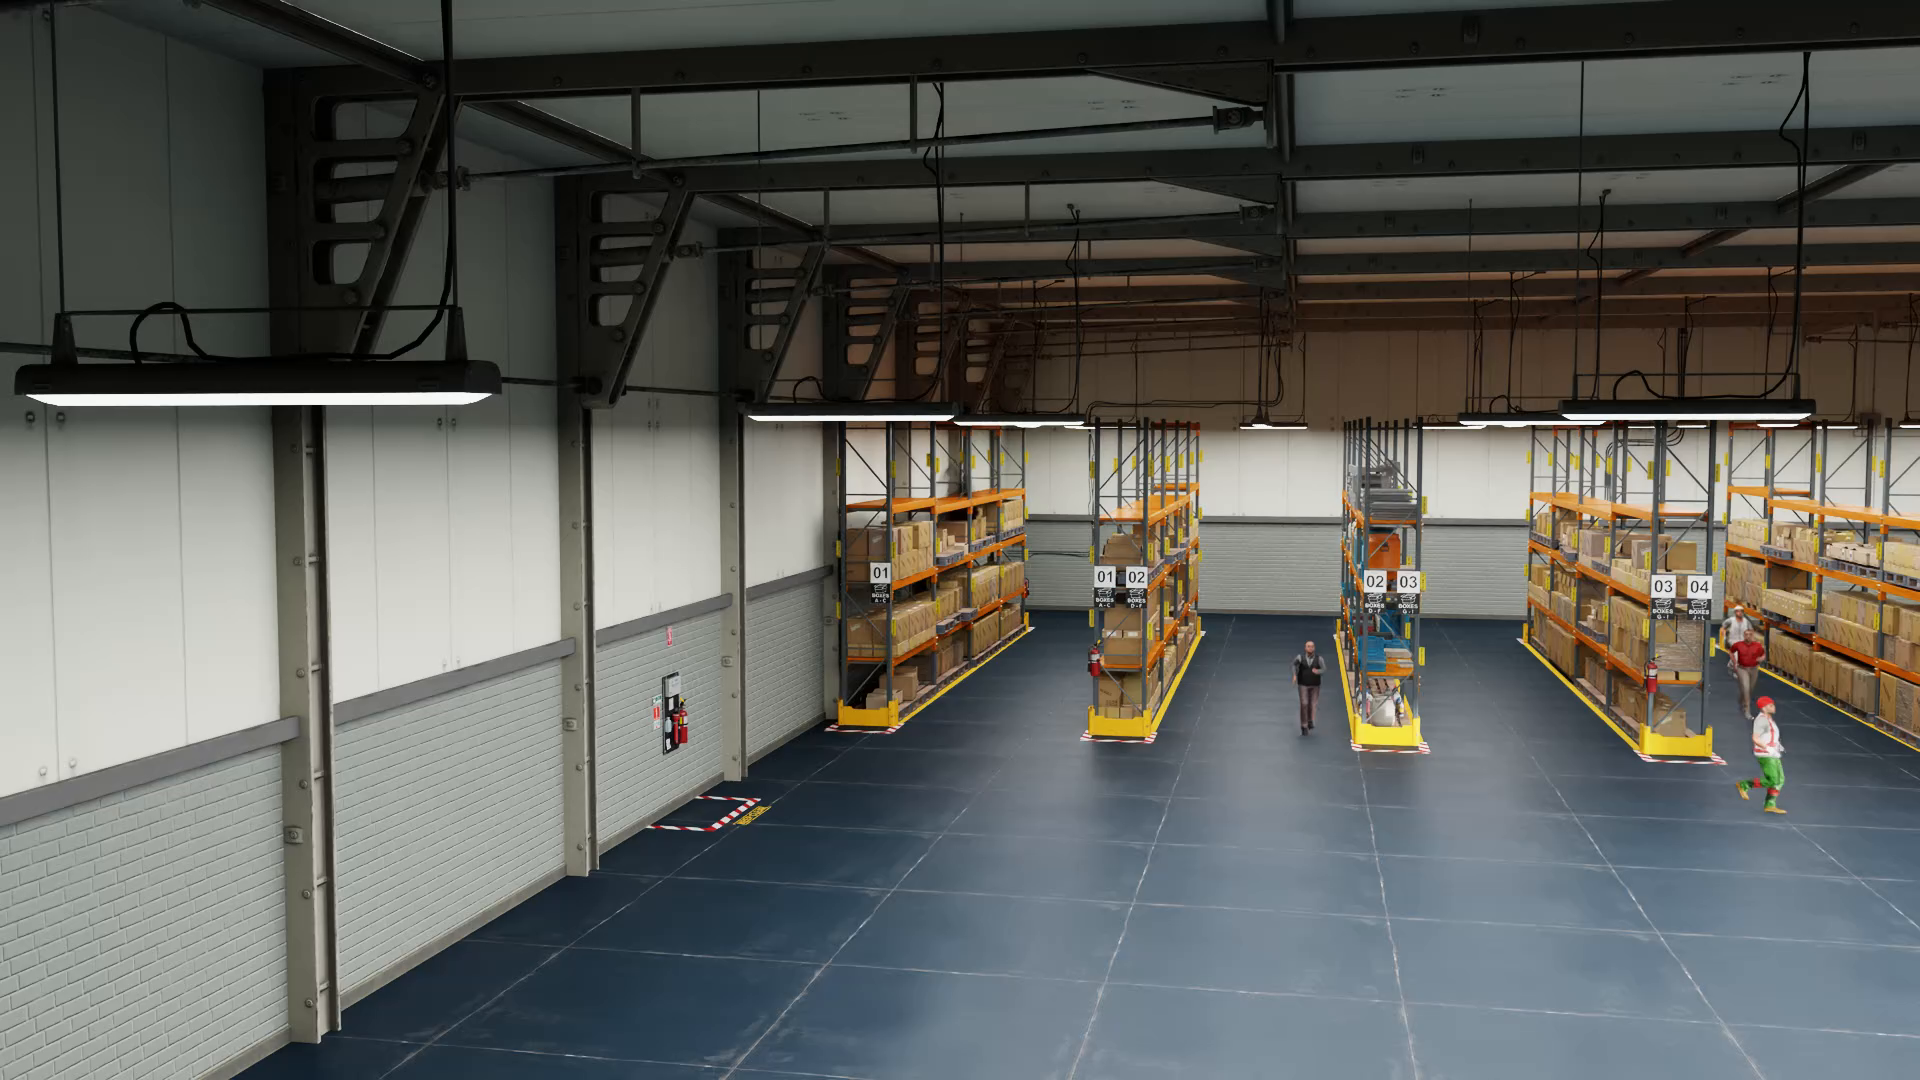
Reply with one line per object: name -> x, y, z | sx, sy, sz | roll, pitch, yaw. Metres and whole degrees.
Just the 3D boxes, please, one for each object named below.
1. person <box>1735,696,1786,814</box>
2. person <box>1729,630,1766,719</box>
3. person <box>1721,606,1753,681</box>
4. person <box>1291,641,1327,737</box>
person -> 12.108, 3.226, 25.079 | 0.704, 1.749, 0.656 | 3, 5, 37
person -> 15.903, 2.689, 33.548 | 0.641, 1.759, 0.893 | 0, 4, 7
person -> 17.861, 2.381, 38.155 | 0.664, 1.745, 0.583 | 1, 4, 9
person -> 6.625, 2.808, 31.564 | 0.635, 1.777, 0.801 | 0, 4, 3
